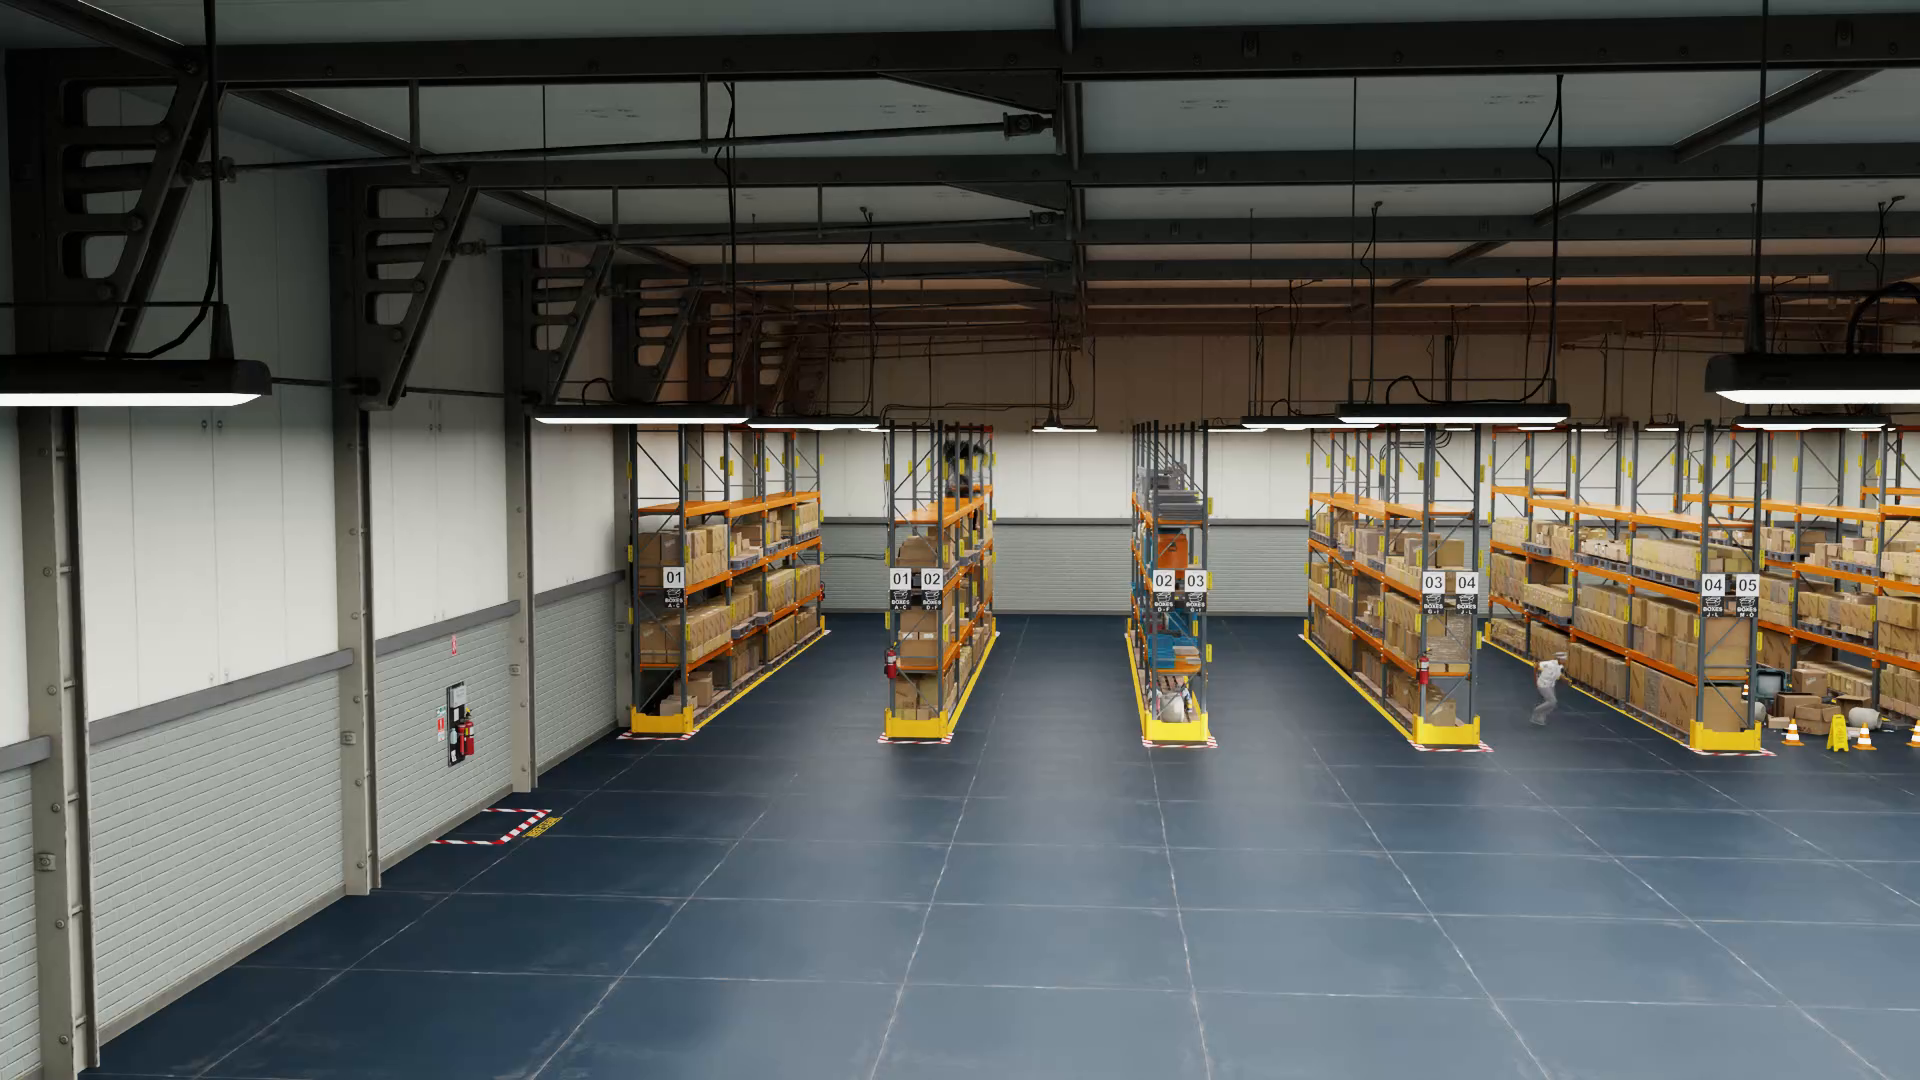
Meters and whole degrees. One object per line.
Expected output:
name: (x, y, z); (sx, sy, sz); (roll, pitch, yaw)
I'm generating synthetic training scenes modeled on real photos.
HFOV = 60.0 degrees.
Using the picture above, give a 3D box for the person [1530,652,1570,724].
person: (11.549, 2.915, 32.632); (0.602, 1.492, 0.843); (-2, 4, -34)
